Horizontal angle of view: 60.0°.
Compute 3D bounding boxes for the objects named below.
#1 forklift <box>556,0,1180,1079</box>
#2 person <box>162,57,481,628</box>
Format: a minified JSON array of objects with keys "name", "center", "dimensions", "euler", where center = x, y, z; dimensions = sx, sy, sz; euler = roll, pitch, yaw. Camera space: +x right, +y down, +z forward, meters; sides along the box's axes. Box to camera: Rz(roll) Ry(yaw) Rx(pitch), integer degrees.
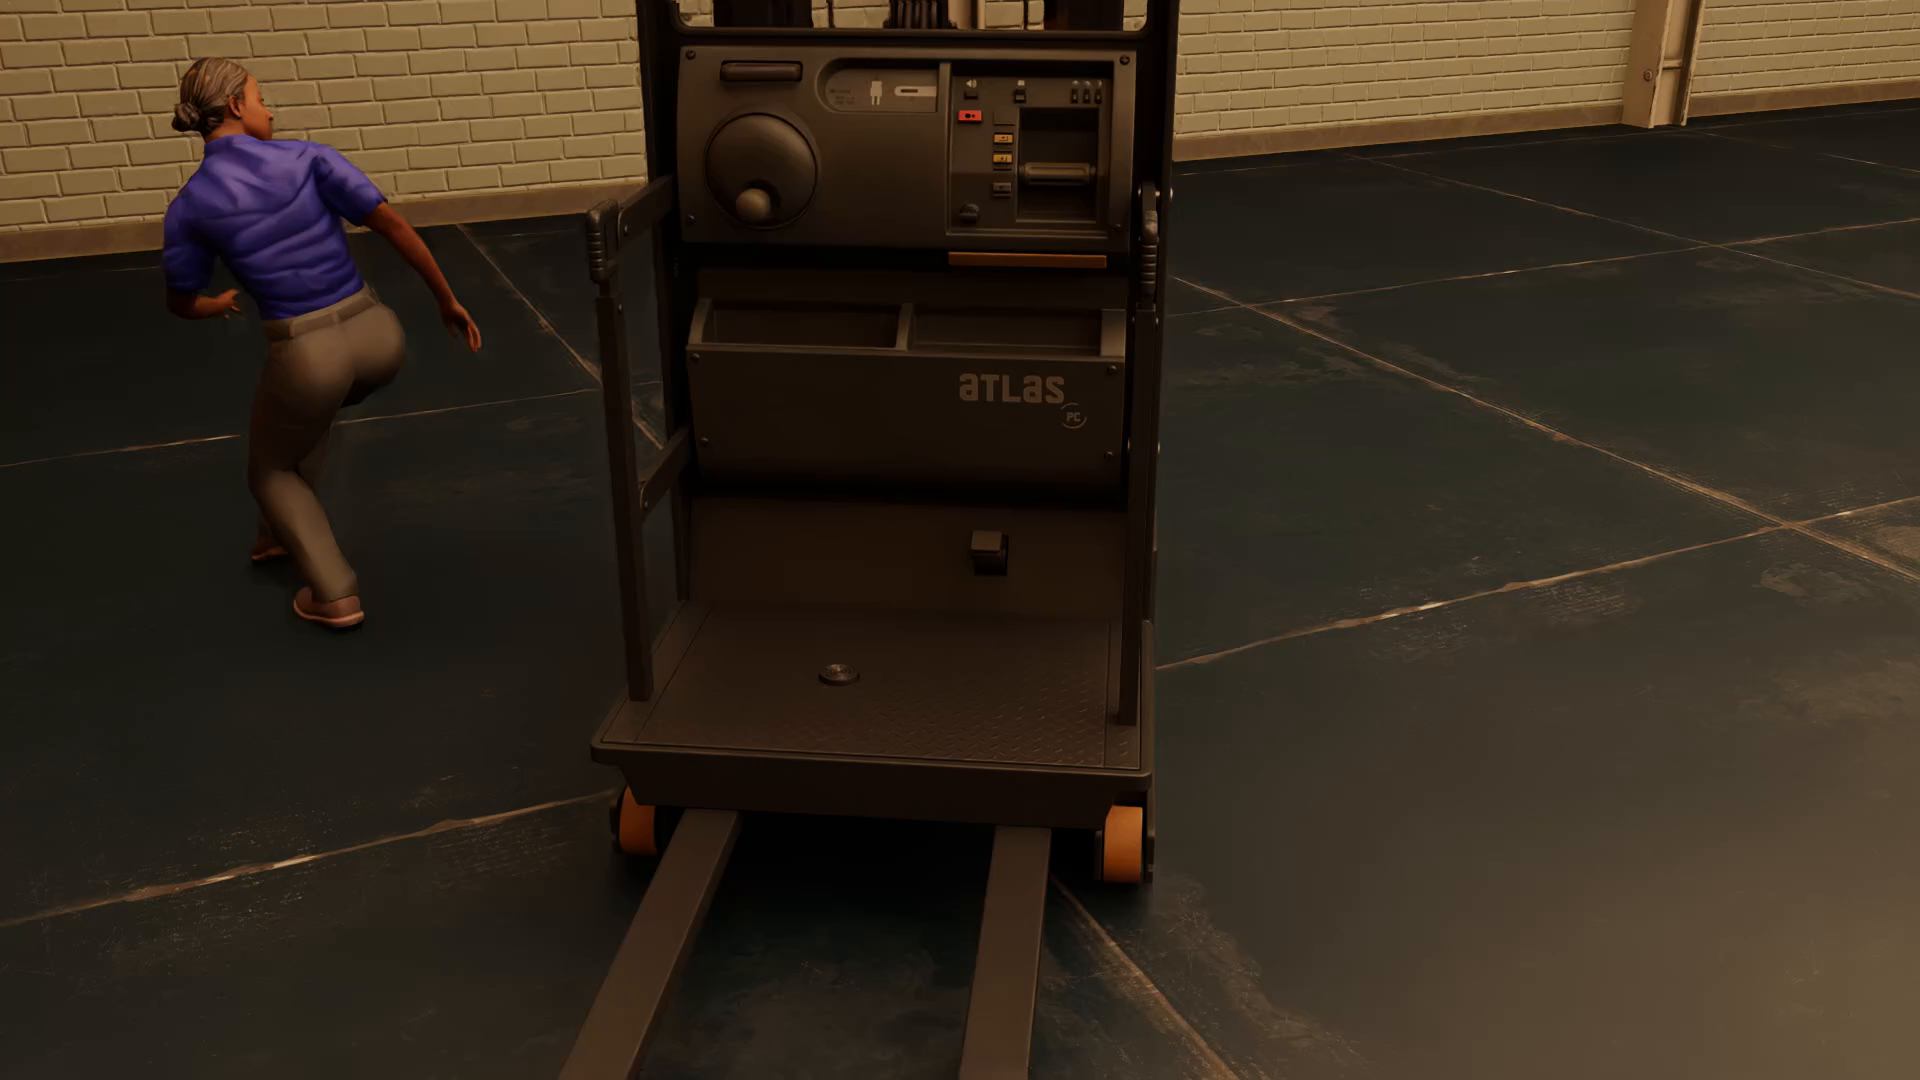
[{"name":"forklift","center":[-0.132,-0.784,3.173],"dimensions":[1.130,2.935,3.031],"euler":[2,23,5]},{"name":"person","center":[-1.775,-0.559,4.546],"dimensions":[0.684,1.490,0.746],"euler":[-18,29,-37]}]
